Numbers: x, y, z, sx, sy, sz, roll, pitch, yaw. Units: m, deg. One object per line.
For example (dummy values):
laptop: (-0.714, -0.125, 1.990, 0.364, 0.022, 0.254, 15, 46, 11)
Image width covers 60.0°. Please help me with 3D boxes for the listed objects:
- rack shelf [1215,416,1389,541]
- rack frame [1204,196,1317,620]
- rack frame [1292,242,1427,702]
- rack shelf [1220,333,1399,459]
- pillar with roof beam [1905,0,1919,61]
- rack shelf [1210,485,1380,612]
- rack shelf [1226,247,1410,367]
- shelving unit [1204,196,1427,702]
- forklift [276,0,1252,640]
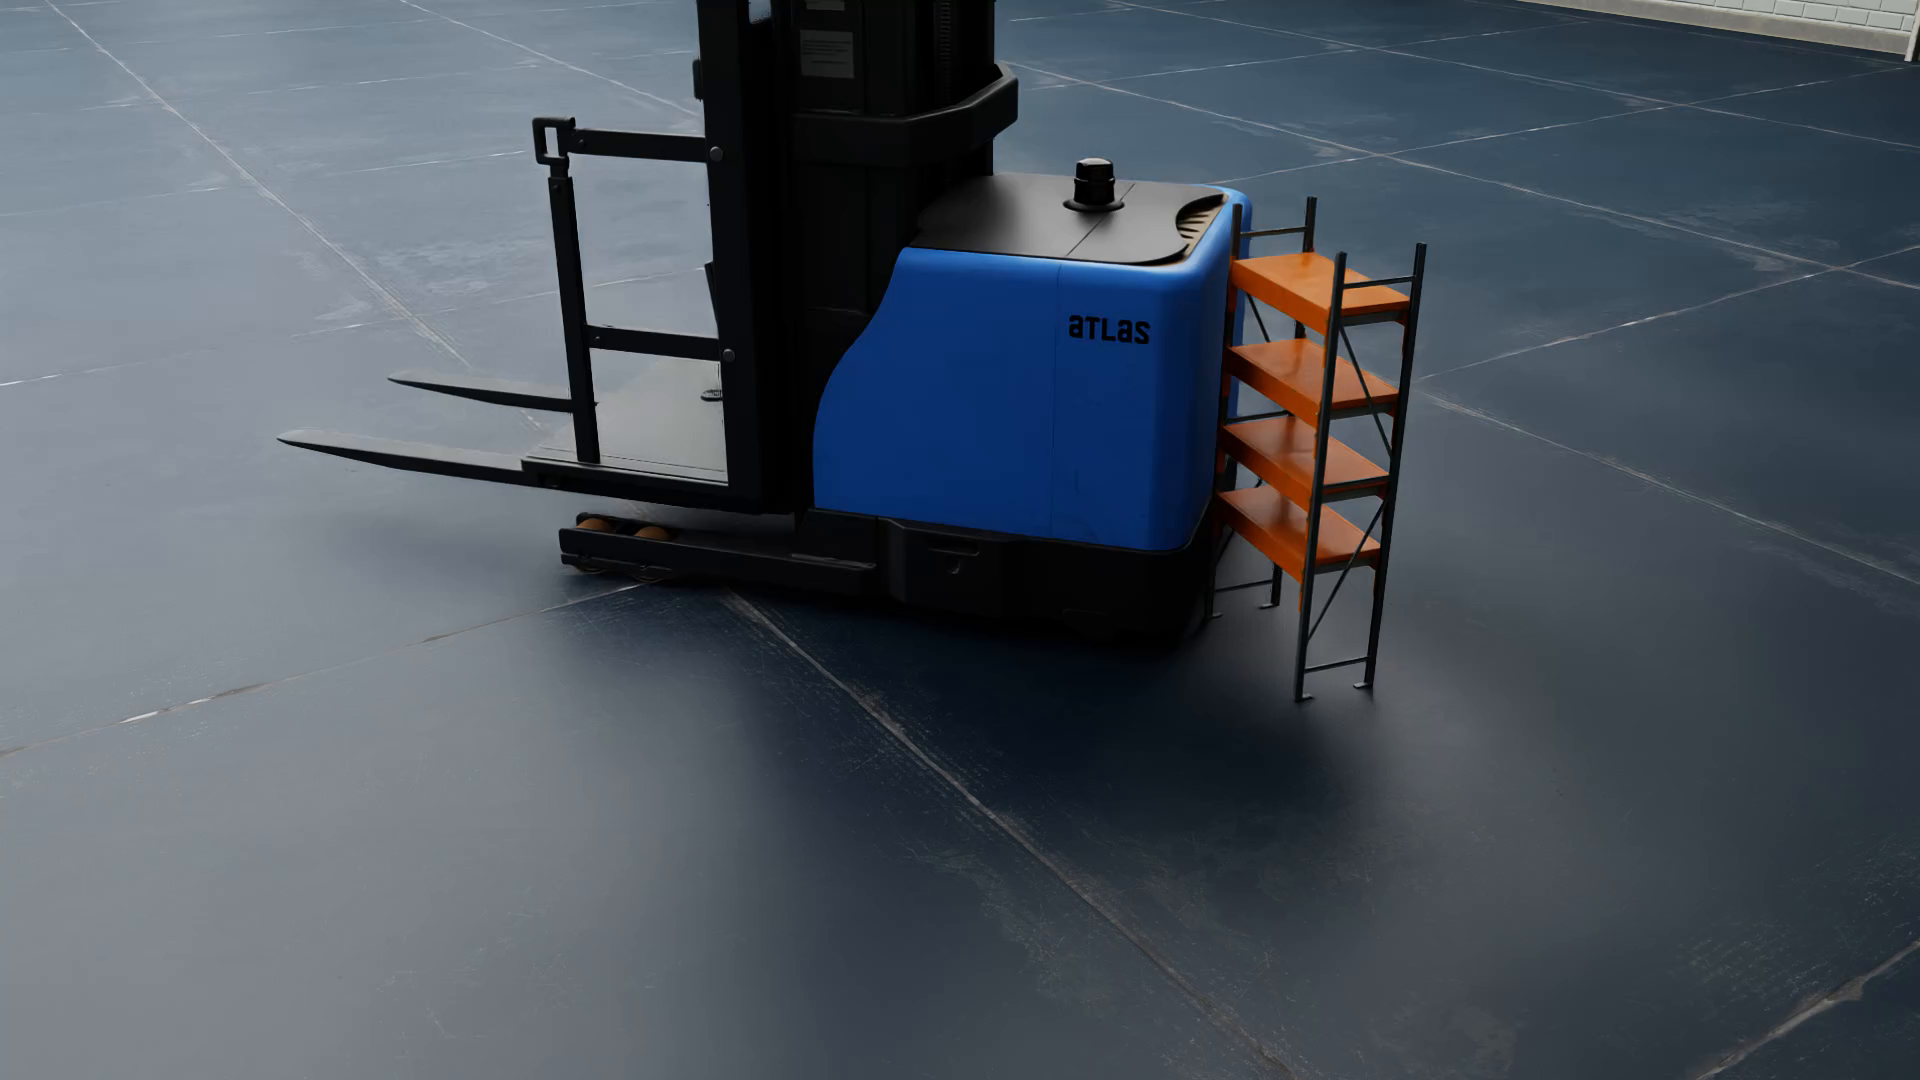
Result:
rack shelf: (0.901, -0.177, 4.377, 0.258, 0.148, 0.480, -9, 27, -18)
rack frame: (0.815, -0.335, 4.555, 0.240, 1.200, 0.015, -9, 27, -18)
rack frame: (0.986, -0.140, 4.142, 0.240, 1.200, 0.015, -9, 27, -18)
rack shelf: (0.901, -0.379, 4.282, 0.258, 0.148, 0.480, -9, 27, -18)
pillar with roof beam: (4.293, -6.924, 9.377, 9.100, 9.000, 0.400, -16, 29, -30)
rack shelf: (0.901, 0.003, 4.462, 0.258, 0.148, 0.480, -9, 27, -18)
rack shelf: (0.901, -0.593, 4.181, 0.258, 0.148, 0.480, -9, 27, -18)
shelving unit: (0.901, -0.238, 4.348, 0.258, 1.200, 0.503, -9, 27, -18)
forklift: (-0.693, -1.401, 4.784, 3.031, 2.935, 1.130, 8, 26, 16)
